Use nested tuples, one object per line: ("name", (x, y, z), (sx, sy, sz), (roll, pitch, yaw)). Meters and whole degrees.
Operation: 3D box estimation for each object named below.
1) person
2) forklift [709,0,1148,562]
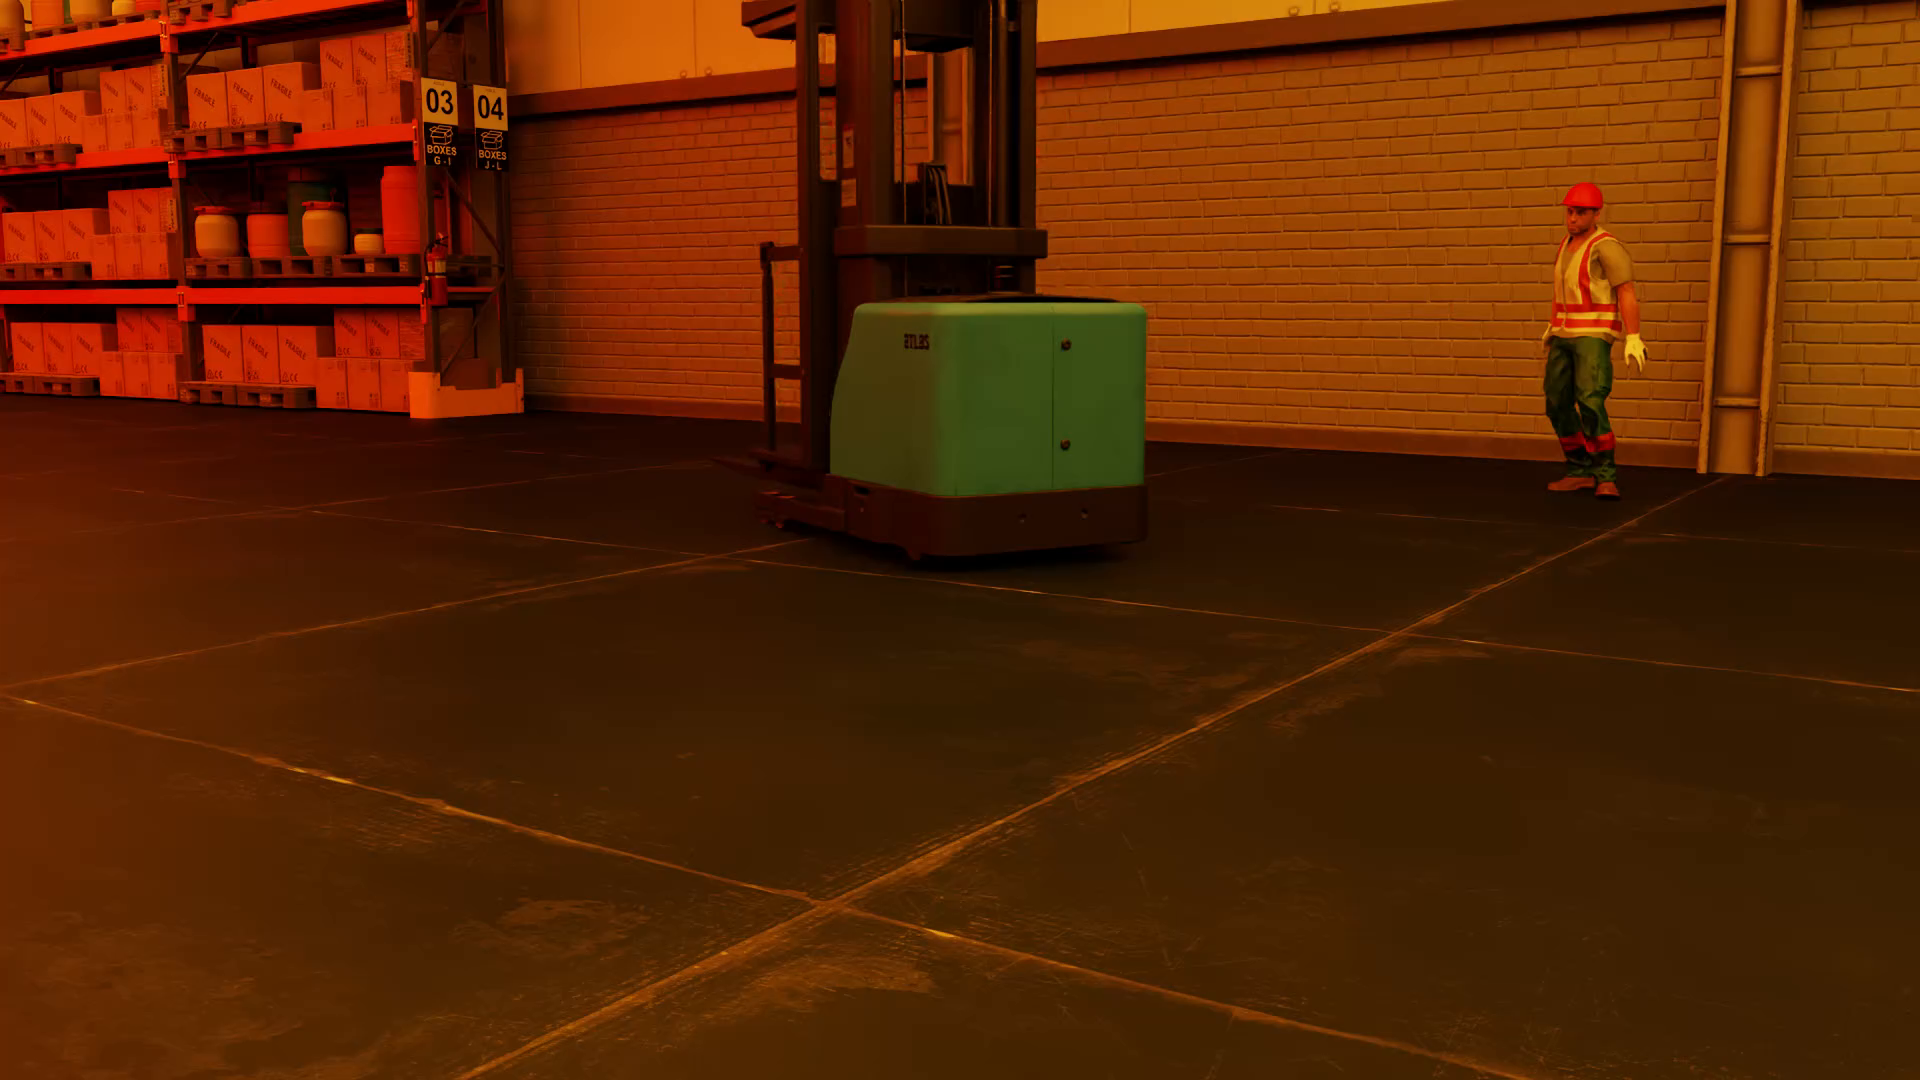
("person", (3.524, -1.131, 9.426), (0.455, 1.747, 0.880), (-2, 8, -16))
("forklift", (-0.363, -1.530, 7.951), (1.130, 2.935, 3.031), (-5, 9, -29))
